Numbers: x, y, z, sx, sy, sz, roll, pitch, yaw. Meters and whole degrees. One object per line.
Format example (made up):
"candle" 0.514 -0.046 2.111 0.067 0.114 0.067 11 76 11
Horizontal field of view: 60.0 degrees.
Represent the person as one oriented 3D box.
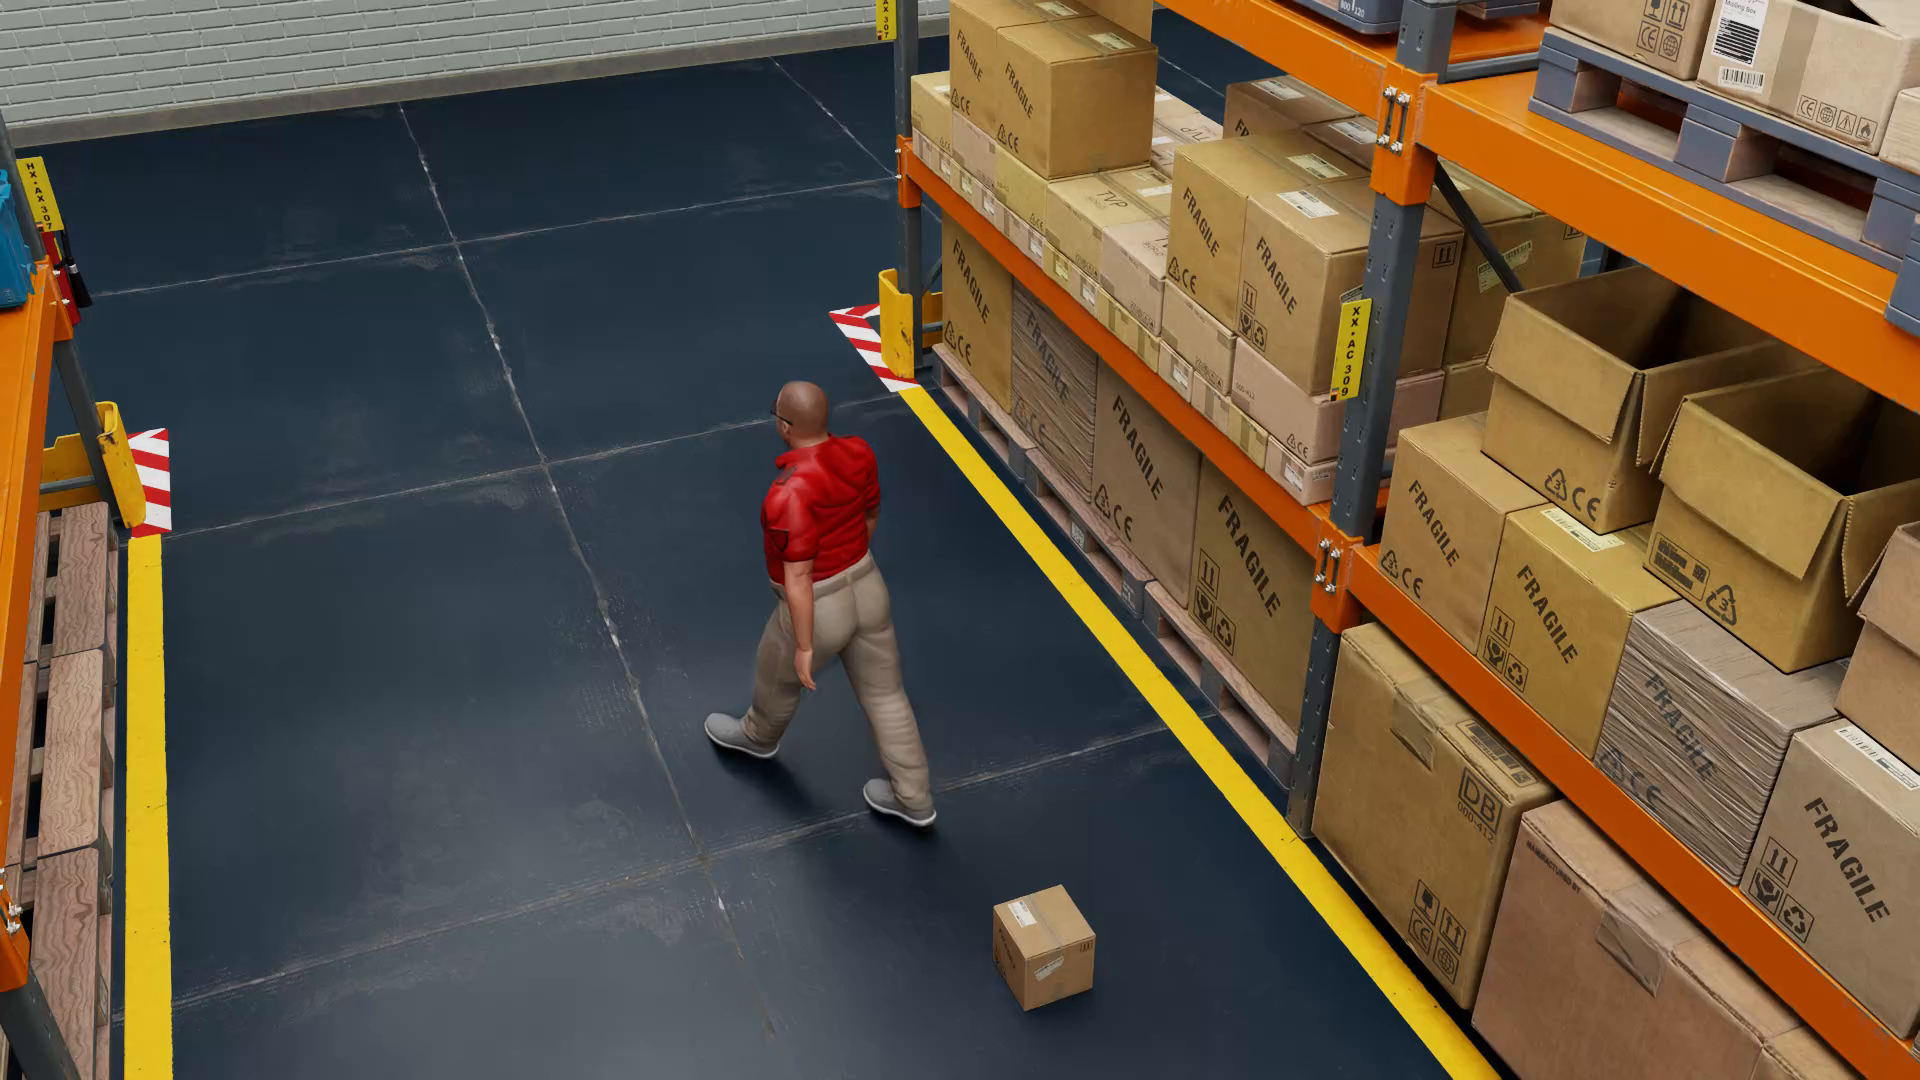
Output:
"person" -0.499 0.182 5.871 1.041 1.653 0.570 28 42 35
